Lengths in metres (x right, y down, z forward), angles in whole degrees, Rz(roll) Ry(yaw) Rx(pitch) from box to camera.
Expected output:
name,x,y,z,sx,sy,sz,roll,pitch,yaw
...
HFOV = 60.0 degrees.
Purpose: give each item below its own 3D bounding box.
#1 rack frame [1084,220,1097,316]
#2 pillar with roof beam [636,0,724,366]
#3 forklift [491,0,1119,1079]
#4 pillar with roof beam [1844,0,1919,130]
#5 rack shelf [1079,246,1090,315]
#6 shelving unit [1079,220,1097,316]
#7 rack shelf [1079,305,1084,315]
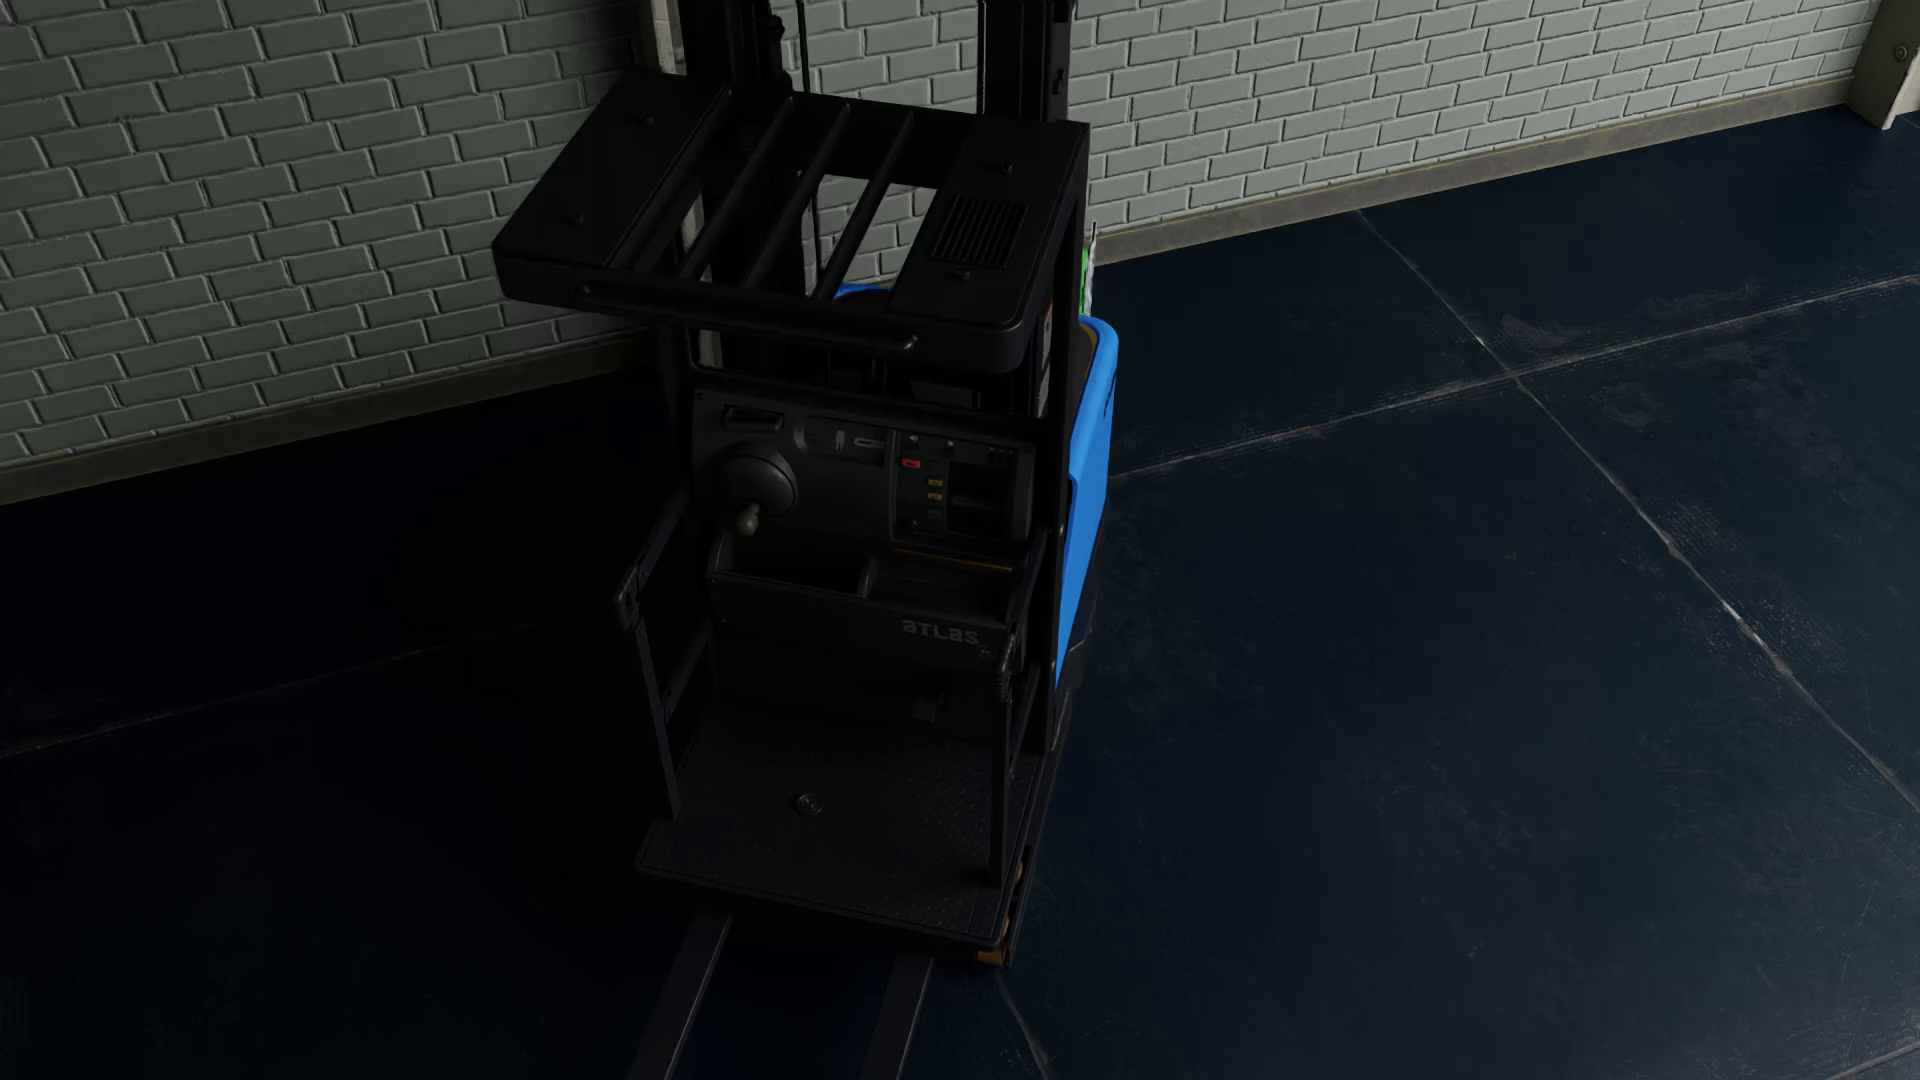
name,x,y,z,sx,sy,sz,roll,pitch,yaw
rack frame,0.440,-0.577,5.978,0.015,1.200,0.240,6,45,6
pillar with roof beam,0.545,-1.060,0.953,0.400,9.000,9.100,-14,47,-14
forklift,-0.311,-0.070,4.250,1.130,2.935,3.031,10,46,10
pillar with roof beam,6.188,-2.503,2.391,0.400,9.000,9.100,-14,47,-14
rack shelf,0.198,-0.894,5.707,0.480,0.148,0.258,6,45,6
shelving unit,0.198,-0.601,6.002,0.503,1.200,0.258,6,45,6
rack shelf,0.198,-0.725,5.877,0.480,0.148,0.258,6,45,6
